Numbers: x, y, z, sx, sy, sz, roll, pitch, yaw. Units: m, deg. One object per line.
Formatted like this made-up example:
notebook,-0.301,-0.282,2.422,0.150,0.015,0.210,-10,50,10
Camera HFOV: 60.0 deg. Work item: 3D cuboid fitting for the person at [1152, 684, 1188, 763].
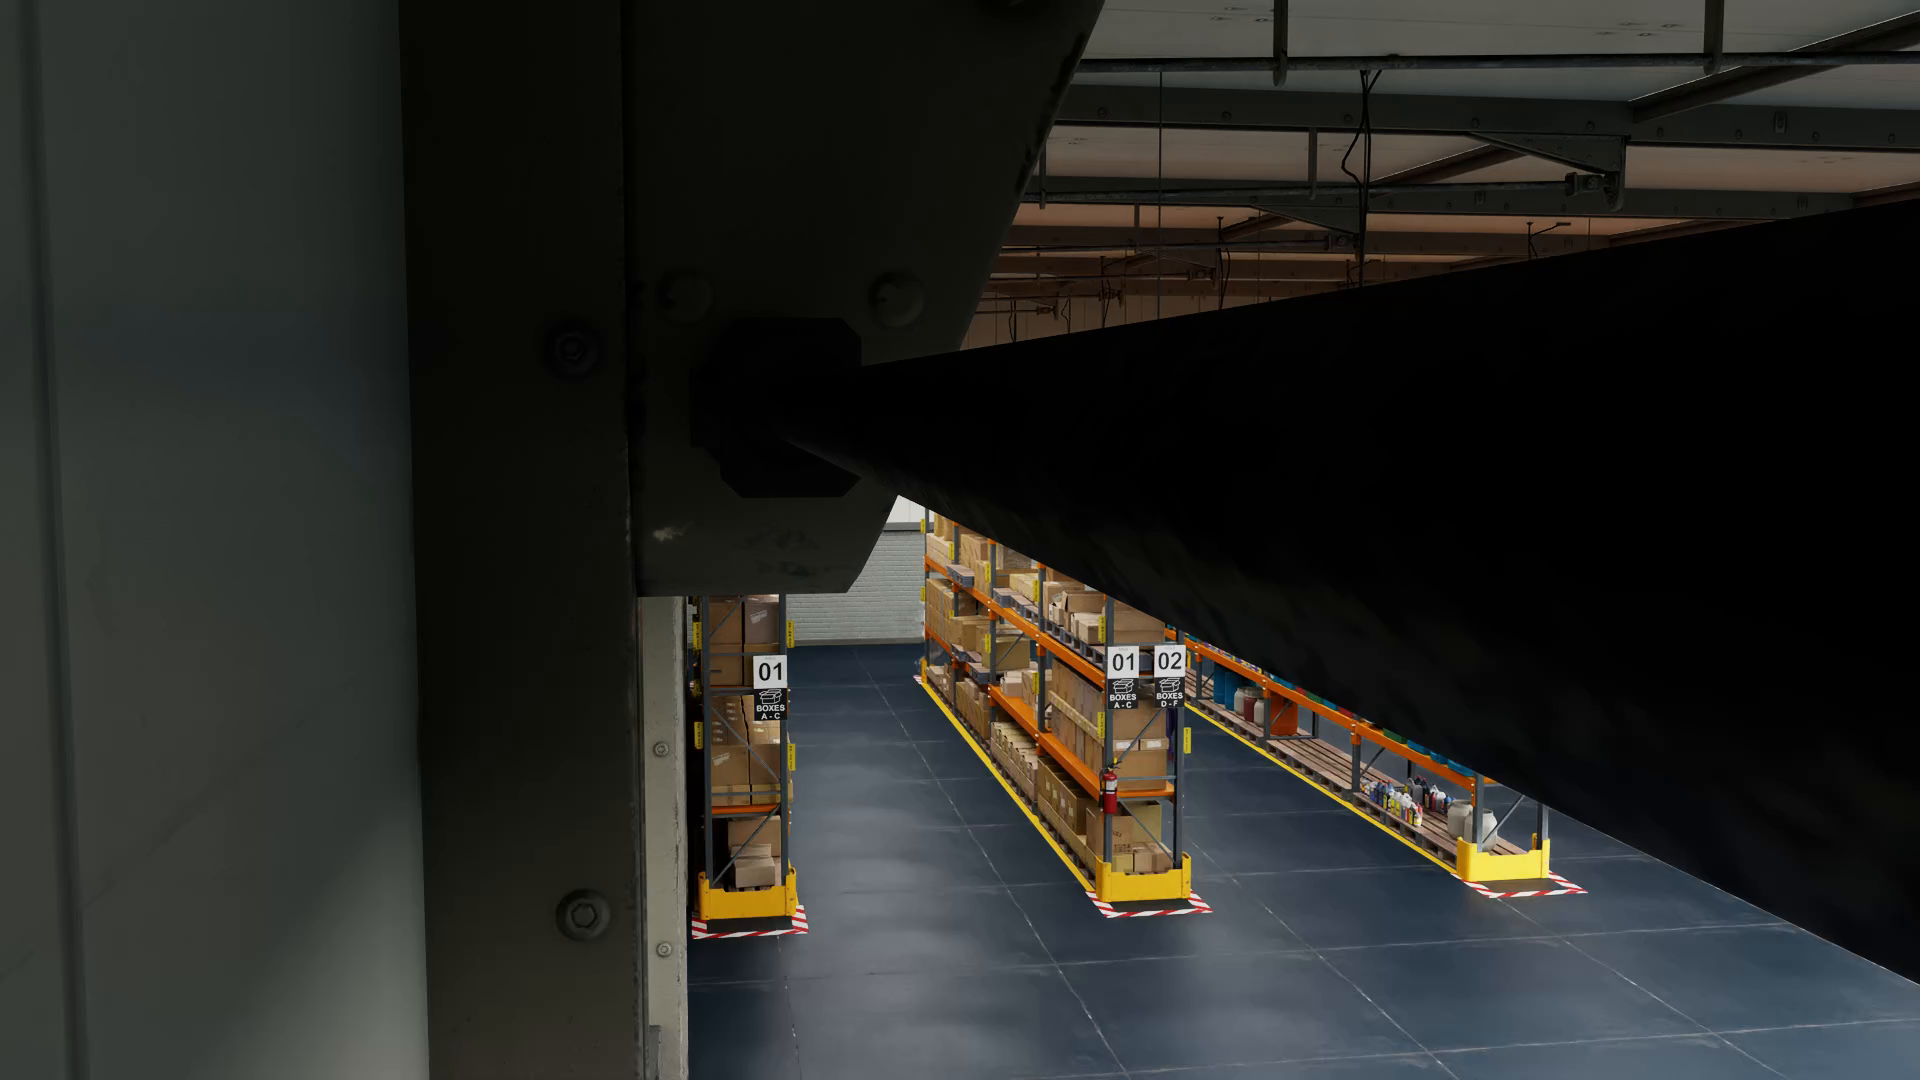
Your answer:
person,3.677,2.982,29.033,0.561,1.692,1.049,-1,5,-12

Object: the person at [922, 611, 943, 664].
person,-0.626,2.177,37.501,0.566,1.726,0.709,-2,5,-21
